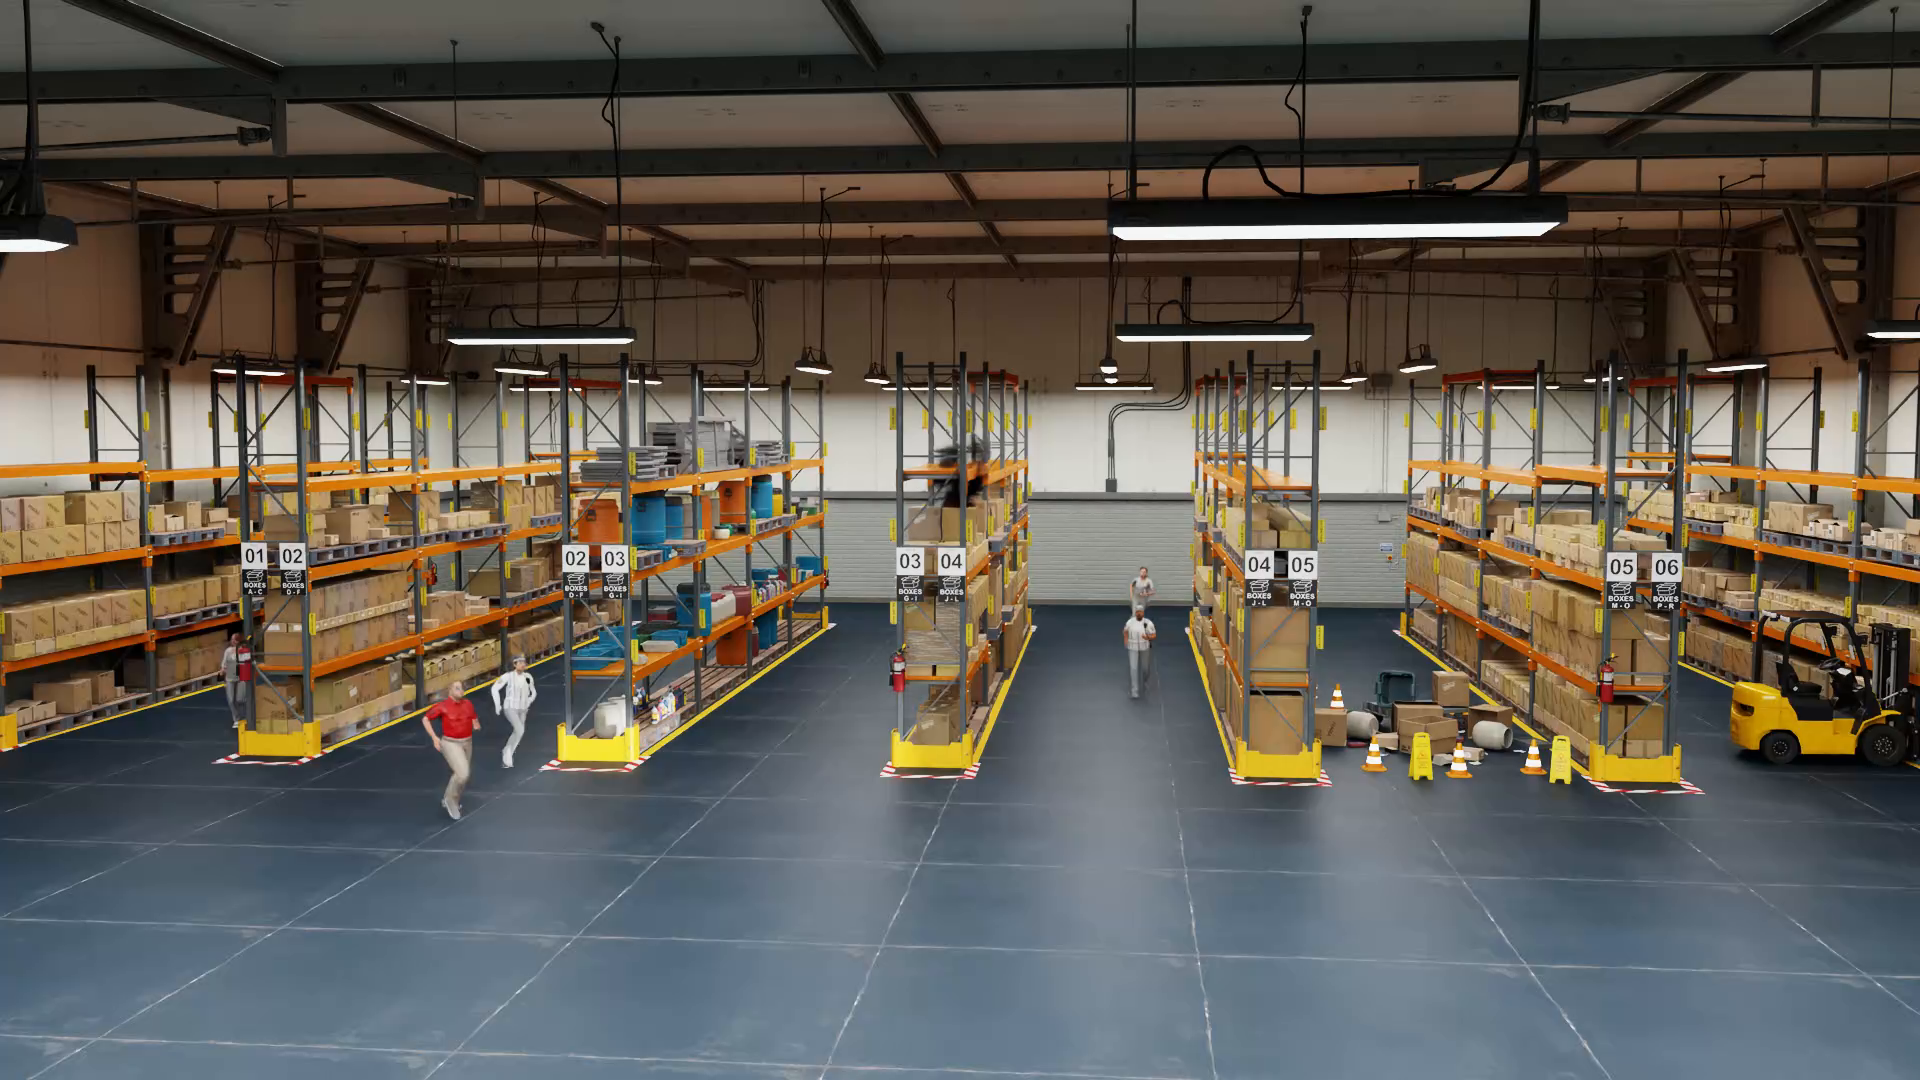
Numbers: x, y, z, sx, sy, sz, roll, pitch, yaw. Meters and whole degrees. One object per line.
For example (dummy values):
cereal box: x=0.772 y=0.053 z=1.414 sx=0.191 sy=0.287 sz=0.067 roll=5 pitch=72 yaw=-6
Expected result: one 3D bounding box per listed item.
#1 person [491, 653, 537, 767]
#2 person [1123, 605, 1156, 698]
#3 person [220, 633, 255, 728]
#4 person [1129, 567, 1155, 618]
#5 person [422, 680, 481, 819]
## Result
person: x=-6.390 y=2.464 z=24.077 sx=0.604 sy=1.642 sz=0.559 roll=-4 pitch=5 yaw=-42
person: x=3.272 y=2.008 z=30.359 sx=0.614 sy=1.643 sz=0.886 roll=1 pitch=4 yaw=8
person: x=-11.820 y=2.305 z=27.172 sx=0.532 sy=1.531 sz=0.559 roll=0 pitch=4 yaw=-1
person: x=4.234 y=1.447 z=38.769 sx=0.598 sy=1.649 sz=0.831 roll=1 pitch=4 yaw=15
person: x=-6.355 y=2.658 z=21.088 sx=0.711 sy=1.760 sz=0.639 roll=2 pitch=5 yaw=29
